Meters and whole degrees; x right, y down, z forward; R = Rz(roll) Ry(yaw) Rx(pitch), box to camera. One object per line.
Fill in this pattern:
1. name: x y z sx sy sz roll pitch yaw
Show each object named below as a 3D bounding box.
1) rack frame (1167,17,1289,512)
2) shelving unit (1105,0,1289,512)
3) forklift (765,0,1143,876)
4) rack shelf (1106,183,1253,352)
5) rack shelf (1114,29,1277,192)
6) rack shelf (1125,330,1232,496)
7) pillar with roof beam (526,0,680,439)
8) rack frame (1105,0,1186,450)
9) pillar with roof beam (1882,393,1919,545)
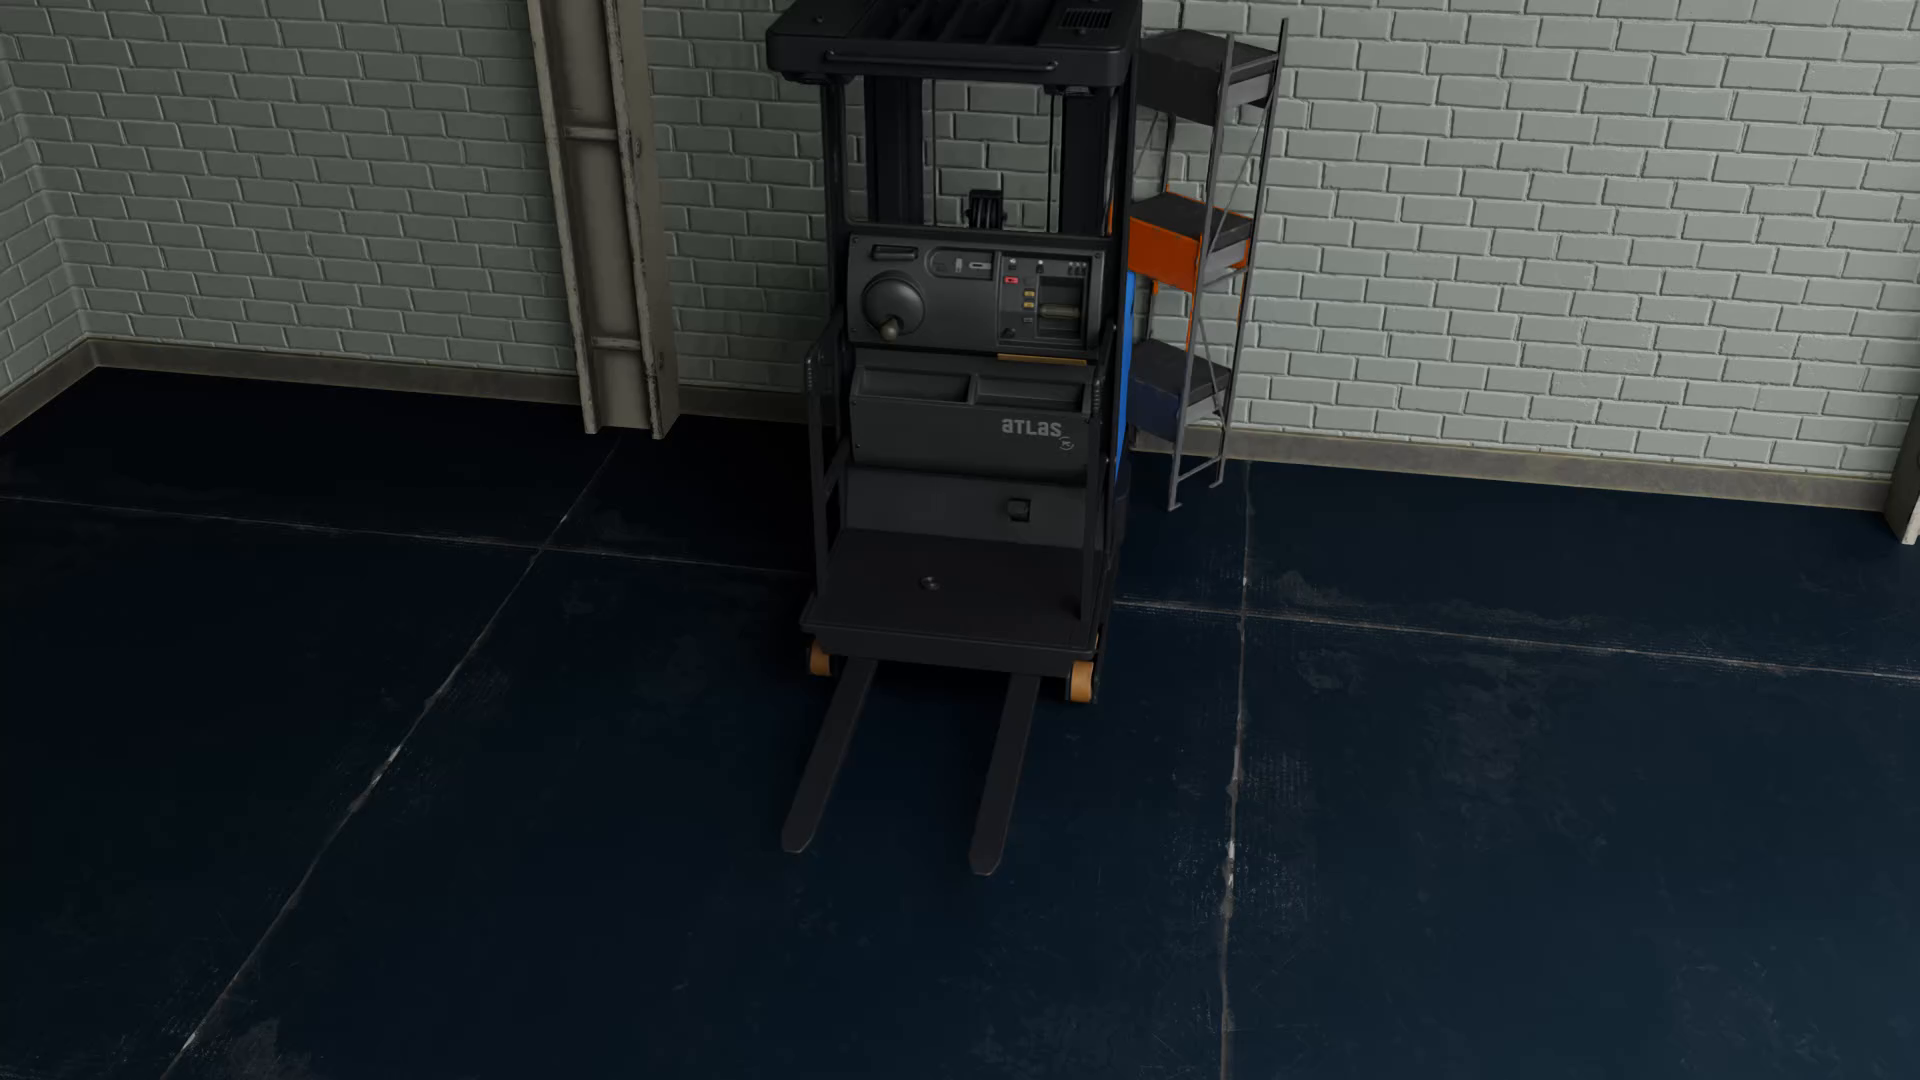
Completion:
1. rack frame: 1.109 -1.092 6.972 0.015 2.100 0.400 28 39 35
2. shelving unit: 0.932 -1.186 7.111 0.503 2.100 0.431 28 39 35
3. forklift: 0.018 -0.833 5.819 1.130 2.935 3.031 5 32 8
4. rack shelf: 0.932 -1.175 7.118 0.480 0.518 0.431 28 39 35
5. rack shelf: 0.962 -1.772 6.754 0.480 0.518 0.431 28 39 35
6. rack shelf: 0.901 -0.577 7.482 0.480 0.518 0.431 28 39 35
7. pillar with roof beam: -2.329 -2.146 2.197 0.400 9.000 9.100 5 32 8
8. rack frame: 0.755 -1.280 7.251 0.015 2.100 0.400 28 39 35
9. pillar with roof beam: 3.585 -1.611 1.342 0.400 9.000 9.100 5 32 8
